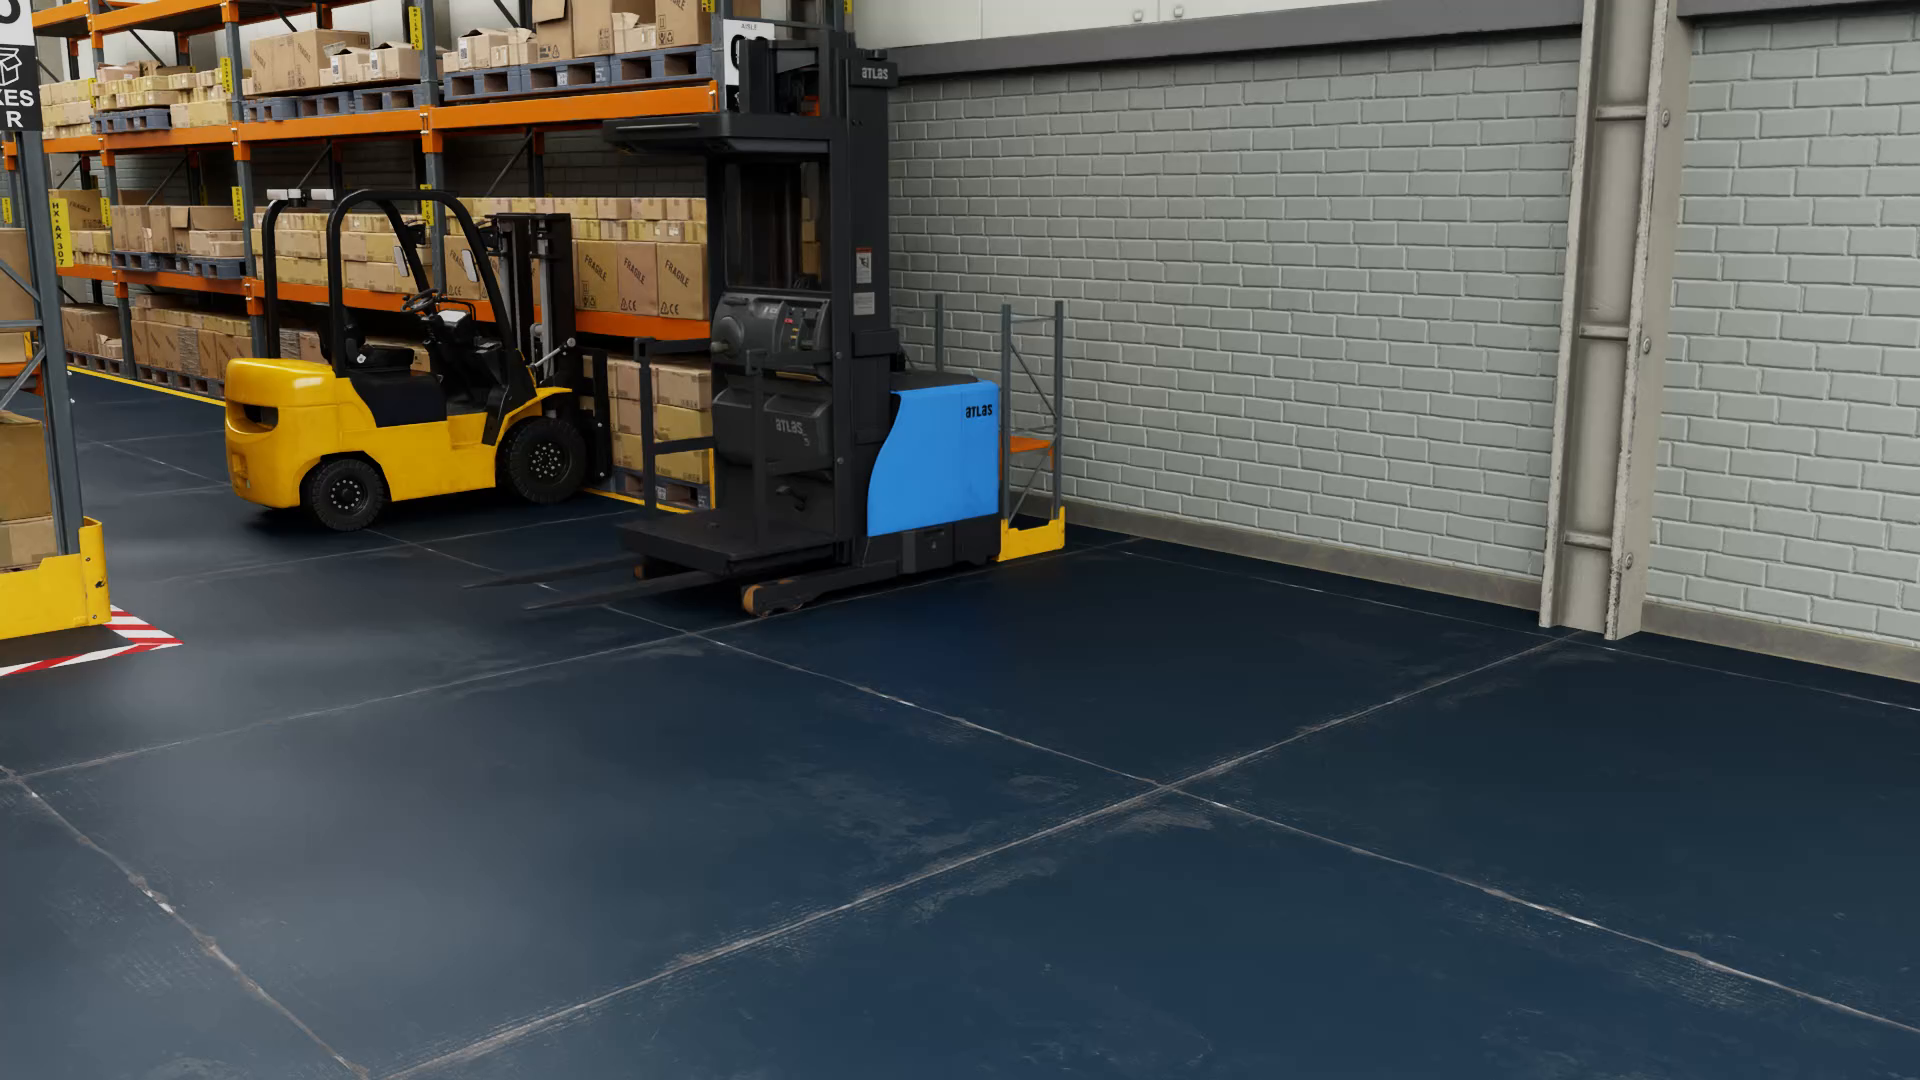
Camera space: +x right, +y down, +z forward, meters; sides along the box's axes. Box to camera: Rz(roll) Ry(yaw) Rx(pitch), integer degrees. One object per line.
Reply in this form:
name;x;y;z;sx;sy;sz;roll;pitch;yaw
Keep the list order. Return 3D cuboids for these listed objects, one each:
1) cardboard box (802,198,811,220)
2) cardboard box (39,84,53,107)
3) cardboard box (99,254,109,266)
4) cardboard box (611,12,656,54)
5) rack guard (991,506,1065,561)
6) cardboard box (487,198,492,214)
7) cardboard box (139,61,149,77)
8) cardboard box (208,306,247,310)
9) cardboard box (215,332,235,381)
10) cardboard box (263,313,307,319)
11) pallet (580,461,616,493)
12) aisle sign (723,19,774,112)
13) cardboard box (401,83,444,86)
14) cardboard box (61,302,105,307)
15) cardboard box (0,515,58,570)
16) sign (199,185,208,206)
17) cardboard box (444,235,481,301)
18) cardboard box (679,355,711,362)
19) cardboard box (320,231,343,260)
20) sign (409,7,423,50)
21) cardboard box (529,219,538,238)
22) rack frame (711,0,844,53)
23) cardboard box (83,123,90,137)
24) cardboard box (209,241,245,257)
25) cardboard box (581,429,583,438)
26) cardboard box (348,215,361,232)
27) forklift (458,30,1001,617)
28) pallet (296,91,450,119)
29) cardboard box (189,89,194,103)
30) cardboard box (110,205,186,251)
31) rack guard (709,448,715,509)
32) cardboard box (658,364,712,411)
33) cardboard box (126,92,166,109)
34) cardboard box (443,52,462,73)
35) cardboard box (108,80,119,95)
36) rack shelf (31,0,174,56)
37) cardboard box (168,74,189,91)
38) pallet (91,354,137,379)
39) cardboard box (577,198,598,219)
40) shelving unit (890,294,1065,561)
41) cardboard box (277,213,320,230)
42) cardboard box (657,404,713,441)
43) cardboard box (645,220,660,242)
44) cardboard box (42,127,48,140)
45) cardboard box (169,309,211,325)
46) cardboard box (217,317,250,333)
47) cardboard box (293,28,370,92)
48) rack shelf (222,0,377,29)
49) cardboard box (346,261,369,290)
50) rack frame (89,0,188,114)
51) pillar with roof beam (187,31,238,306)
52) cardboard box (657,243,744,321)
cardboard box;-1.249;-2.272;11.414;0.380;0.149;0.250;-11;16;-44
cardboard box;-11.042;-5.481;20.545;0.500;0.250;0.500;-10;16;-41
cardboard box;-10.057;-3.356;19.888;0.380;0.149;0.250;-10;16;-41
cardboard box;-2.139;-3.455;11.357;0.396;0.266;0.258;-11;16;-42
rack guard;0.414;-0.043;10.002;0.087;0.250;0.587;11;16;44
cardboard box;-3.500;-2.628;13.140;0.380;0.149;0.250;-11;16;-44
cardboard box;-9.198;-5.347;19.066;0.396;0.266;0.258;-11;16;-43
cardboard box;-8.440;-2.612;19.204;0.250;0.149;0.380;11;16;42
cardboard box;-7.482;-1.936;17.530;0.500;0.500;0.500;-11;16;-43
cardboard box;-7.345;-2.387;18.112;0.250;0.149;0.380;11;16;43
pallet;-2.568;-0.599;12.796;1.003;0.211;1.213;-11;16;-43
aisle sign;-1.339;-2.904;10.630;0.394;0.787;0.004;-11;16;-43
cardboard box;-4.638;-4.037;14.471;0.380;0.149;0.250;-11;16;-43
cardboard box;-11.867;-2.897;22.183;0.637;0.503;0.797;11;16;43
cardboard box;-5.116;-0.004;8.771;0.500;0.250;0.500;-11;16;-43
sign;-9.060;-4.077;19.899;0.100;0.325;0.005;-11;16;-43
cardboard box;-3.816;-2.213;13.470;0.500;0.500;0.500;11;16;44
cardboard box;-1.714;-1.199;12.091;0.500;0.250;0.500;-11;16;-42
cardboard box;-5.502;-2.698;15.206;0.500;0.250;0.500;-11;16;-42
sign;-4.320;-4.064;13.210;0.100;0.325;0.005;-11;16;-43
cardboard box;-3.041;-2.357;12.565;0.250;0.149;0.380;11;16;43
rack frame;-1.172;-4.619;10.532;1.000;3.000;0.127;-11;16;-43
cardboard box;-10.087;-4.826;19.591;0.380;0.149;0.250;-11;16;-43
cardboard box;-7.427;-2.974;16.993;0.380;0.149;0.250;-11;16;-42
cardboard box;-2.775;-0.785;12.563;0.500;0.250;0.500;-10;15;-41
cardboard box;-5.234;-2.833;14.872;0.380;0.149;0.250;-11;16;-42
forklift;-1.168;-1.158;8.770;3.031;2.935;1.130;-11;16;-43
pallet;-5.388;-3.976;15.310;1.003;0.211;1.213;-10;15;-40
cardboard box;-7.782;-4.614;17.322;0.380;0.149;0.250;-11;16;-42
cardboard box;-9.286;-3.585;19.091;0.700;0.500;0.500;-10;16;-41
rack guard;-1.155;-0.453;11.372;1.175;0.500;0.348;-11;16;-43
cardboard box;-1.715;-1.053;11.386;0.500;0.250;0.500;-10;15;-41
cardboard box;-8.833;-4.785;18.105;0.380;0.149;0.250;-11;16;-43
cardboard box;-3.844;-3.758;13.117;0.380;0.149;0.250;-10;16;-41
cardboard box;-9.189;-5.002;18.420;0.380;0.149;0.250;-11;16;-44
rack shelf;-10.840;-6.309;20.522;1.077;0.370;4.000;-11;16;-43
cardboard box;-8.044;-4.783;17.409;0.380;0.149;0.250;-11;16;-42
pallet;-9.932;-2.167;20.406;1.003;0.211;1.213;-11;16;-43
cardboard box;-2.525;-2.389;11.979;0.380;0.149;0.250;-10;16;-41
shelving unit;0.060;-0.726;10.219;1.083;1.500;0.587;11;16;44
cardboard box;-6.308;-3.055;15.951;0.380;0.149;0.250;-10;16;-41
cardboard box;-1.734;-0.812;11.455;0.500;0.250;0.500;-11;16;-43
cardboard box;-1.947;-2.139;11.504;0.380;0.149;0.250;-11;16;-42
cardboard box;-11.180;-5.046;20.659;0.380;0.149;0.250;-11;16;-42
cardboard box;-8.626;-2.497;18.643;0.380;0.149;0.250;-11;16;-43
cardboard box;-7.581;-2.265;17.516;0.250;0.149;0.380;11;16;43
cardboard box;-5.669;-4.333;15.040;0.500;0.500;0.500;-10;16;-41
rack shelf;-5.315;-4.947;14.895;1.077;0.370;4.000;-11;16;-43
cardboard box;-5.143;-2.378;14.891;0.500;0.250;0.500;-11;16;-42
rack frame;-9.459;-6.371;19.032;1.000;3.000;0.127;-11;16;-43
pillar with roof beam;-12.401;-5.998;17.223;9.100;9.000;0.400;-11;16;-43
cardboard box;-1.701;-1.765;11.298;0.500;0.500;0.500;-11;16;-44
